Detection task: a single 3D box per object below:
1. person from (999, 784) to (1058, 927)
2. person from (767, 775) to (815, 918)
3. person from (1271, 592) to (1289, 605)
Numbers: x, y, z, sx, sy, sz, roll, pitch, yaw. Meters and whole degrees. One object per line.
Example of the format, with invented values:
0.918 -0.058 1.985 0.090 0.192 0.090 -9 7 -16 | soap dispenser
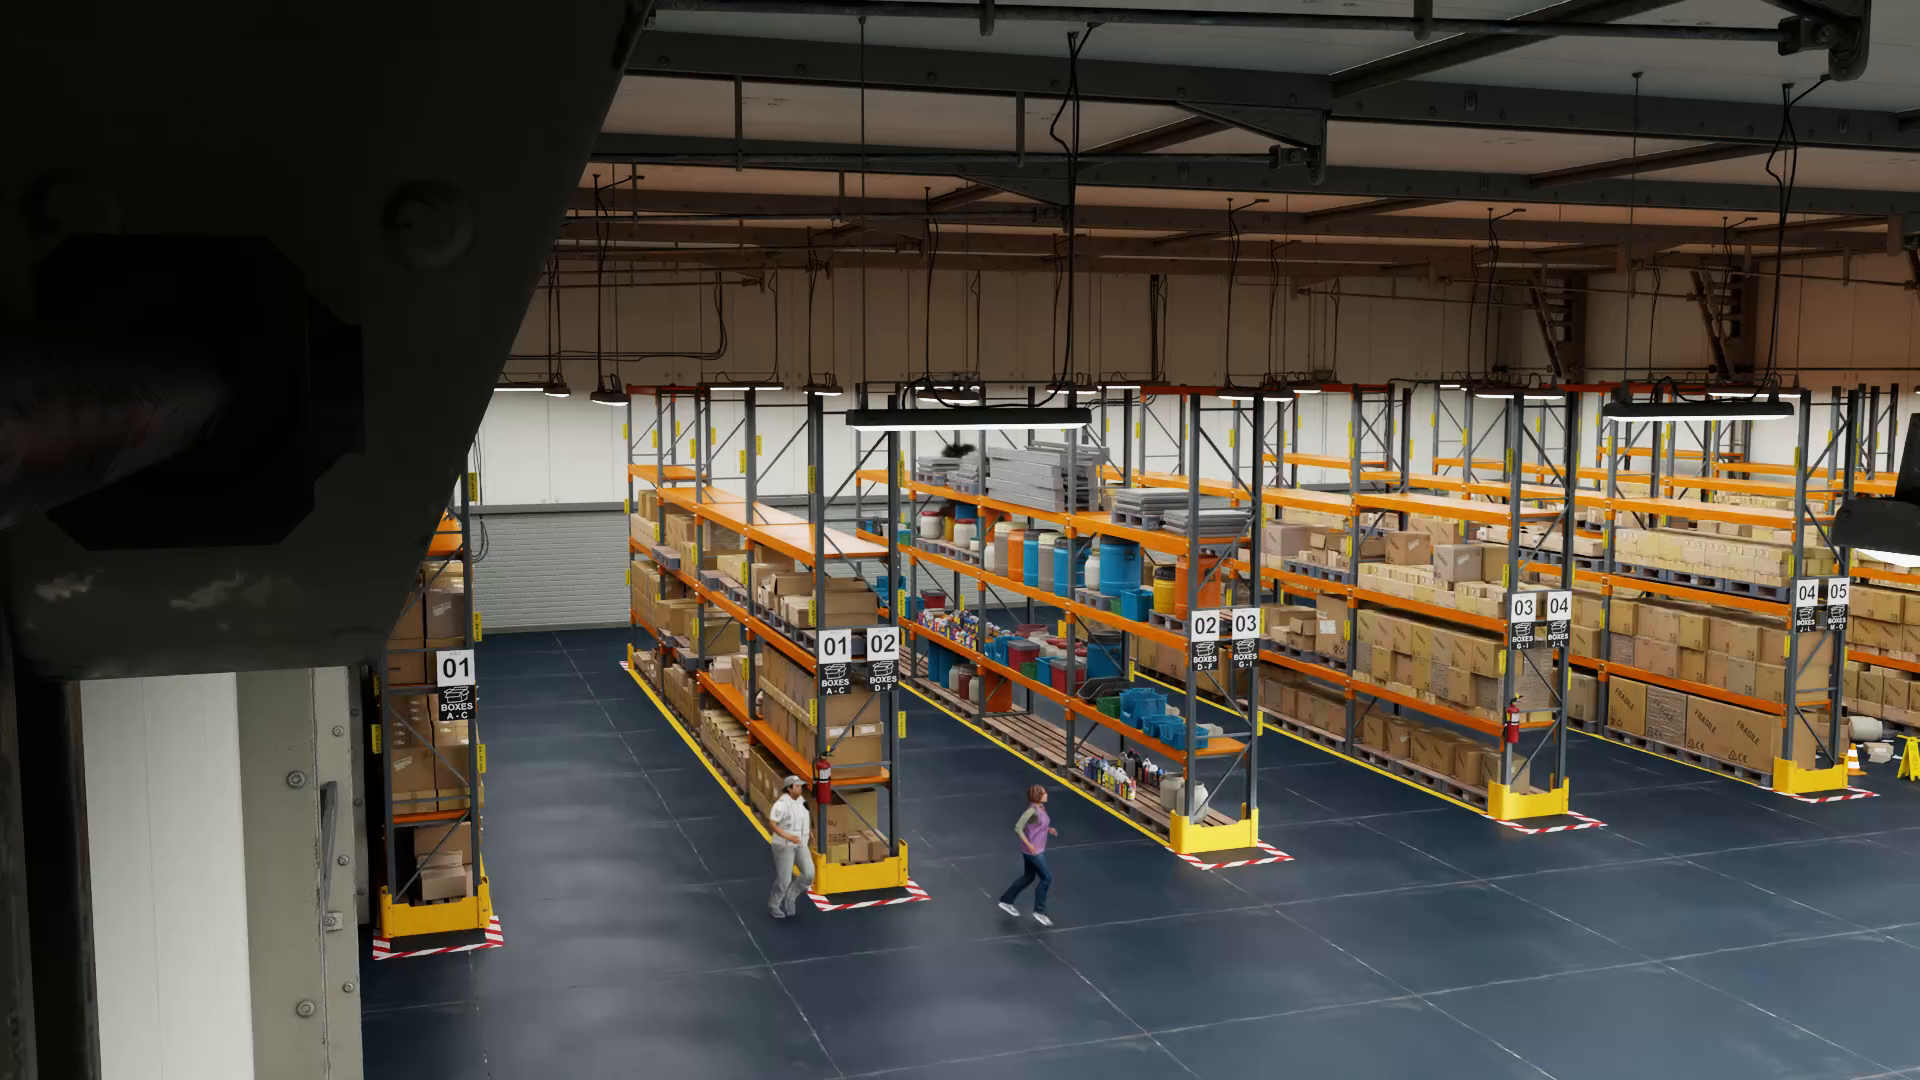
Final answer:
0.776 3.589 18.994 0.675 1.650 0.557 1 6 8 | person
-1.912 3.539 19.259 0.554 1.627 0.679 5 8 41 | person
8.021 1.216 41.543 0.792 1.711 0.662 4 7 32 | person
